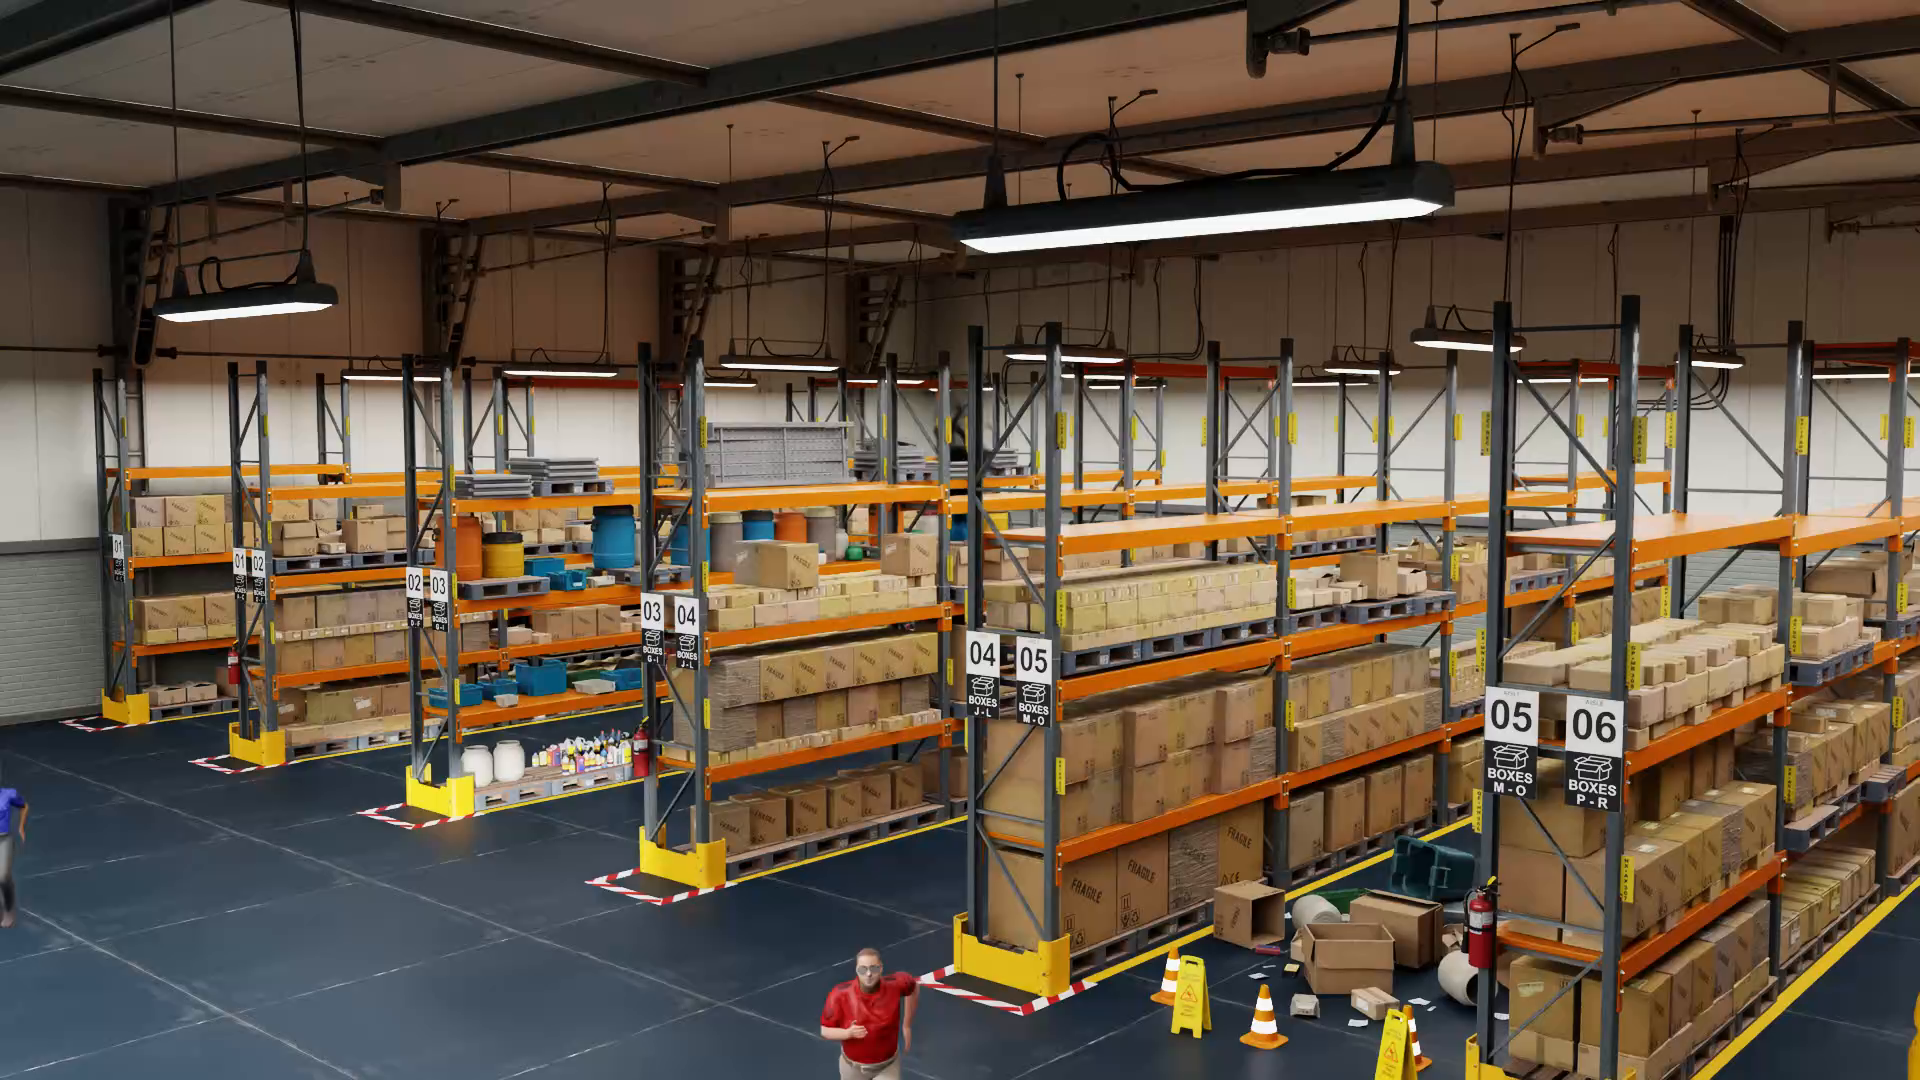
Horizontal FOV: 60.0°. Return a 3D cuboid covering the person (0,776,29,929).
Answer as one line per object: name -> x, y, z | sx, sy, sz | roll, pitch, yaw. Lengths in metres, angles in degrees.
person -> -9.742, 3.107, 16.805 | 0.544, 1.664, 0.688 | -2, 5, -22

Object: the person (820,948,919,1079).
person -> -0.589, 3.523, 10.958 | 0.637, 1.779, 0.869 | 0, 4, 0
